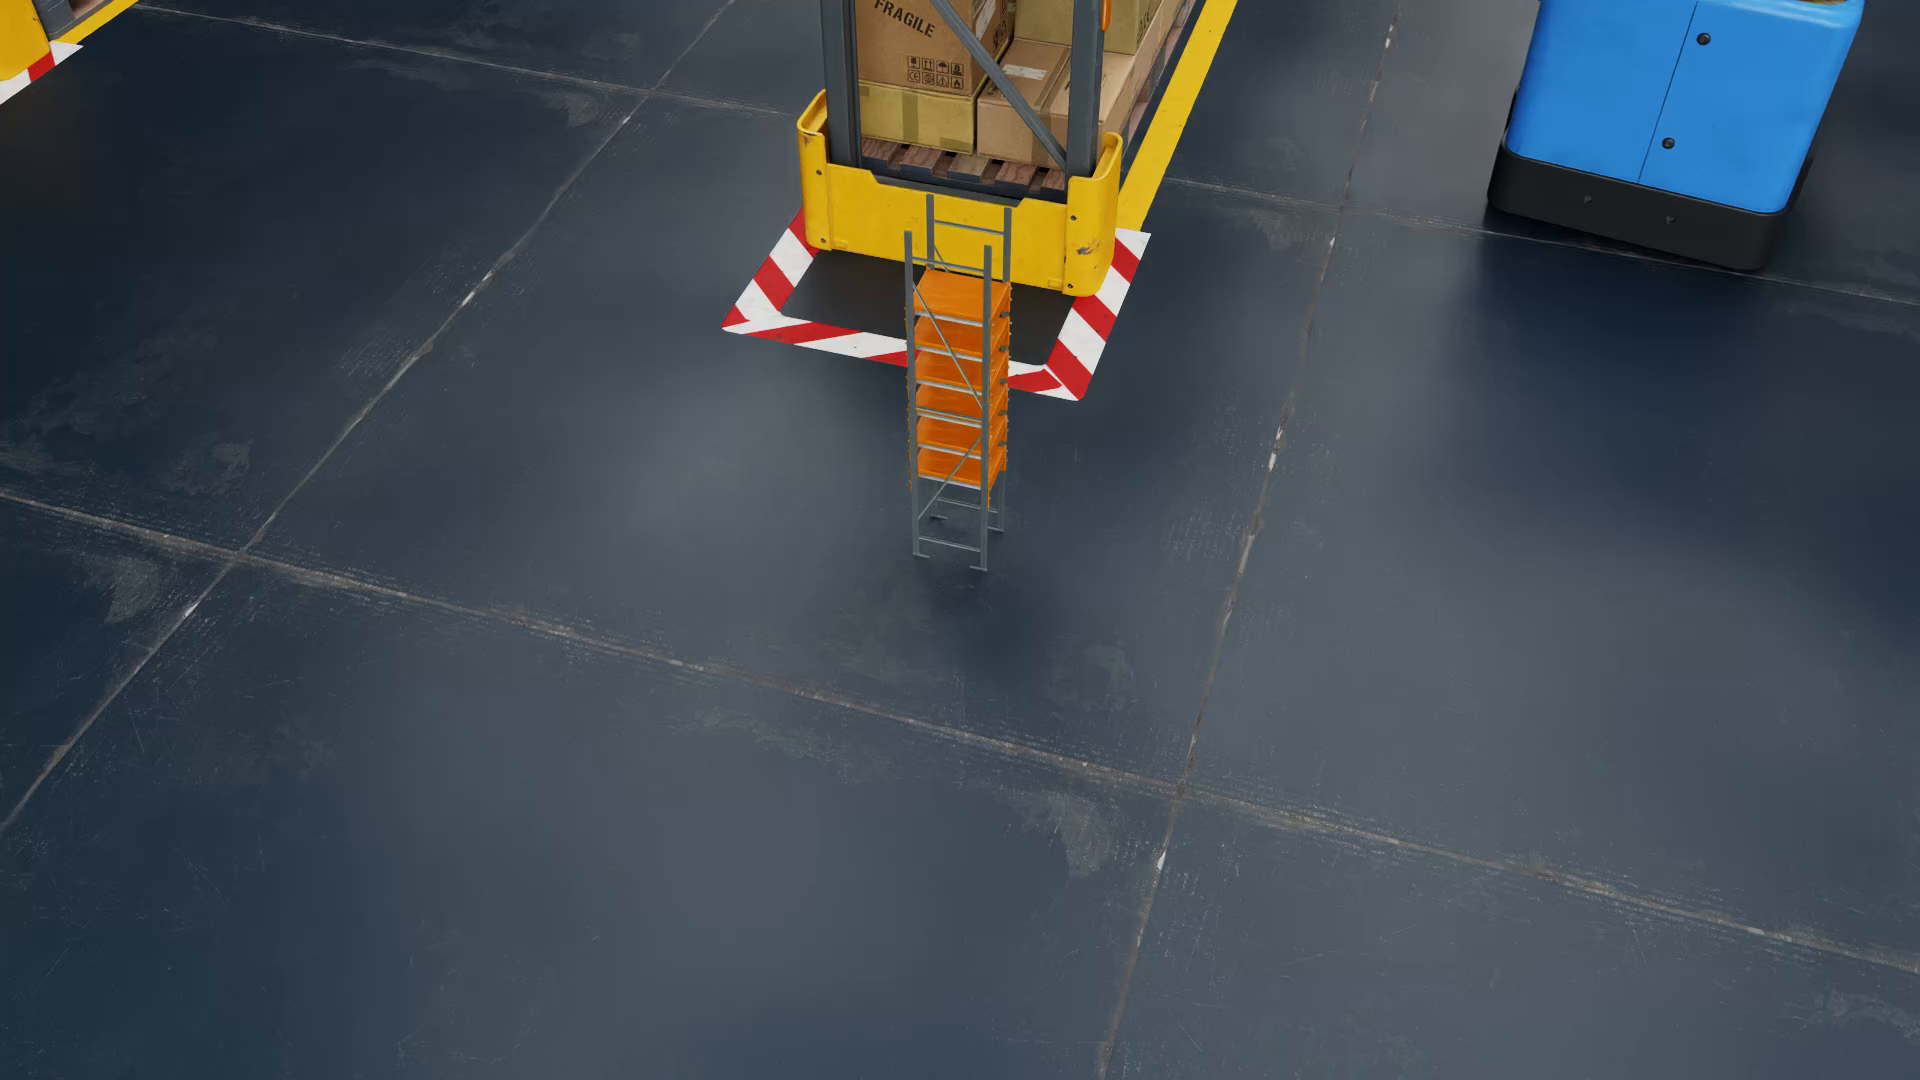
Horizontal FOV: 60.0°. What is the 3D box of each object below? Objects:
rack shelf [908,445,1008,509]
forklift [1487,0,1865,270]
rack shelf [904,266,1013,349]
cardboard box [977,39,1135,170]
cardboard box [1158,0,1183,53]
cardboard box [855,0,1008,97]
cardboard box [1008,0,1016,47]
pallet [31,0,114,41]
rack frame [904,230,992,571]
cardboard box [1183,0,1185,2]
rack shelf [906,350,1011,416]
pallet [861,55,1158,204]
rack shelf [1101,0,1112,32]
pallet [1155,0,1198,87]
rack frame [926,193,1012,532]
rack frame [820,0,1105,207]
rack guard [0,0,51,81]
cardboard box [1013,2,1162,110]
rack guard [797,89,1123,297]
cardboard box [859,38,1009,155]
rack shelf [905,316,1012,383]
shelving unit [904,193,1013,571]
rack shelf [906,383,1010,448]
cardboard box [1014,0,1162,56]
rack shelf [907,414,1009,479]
[{"bbox_3d":[-0.004,-0.216,5.019,0.258,0.103,0.180,13,46,12],"label":"rack shelf"},{"bbox_3d":[3.174,-3.082,6.304,1.130,2.935,3.031,19,48,19],"label":"forklift"},{"bbox_3d":[-0.004,-0.645,4.600,0.258,0.103,0.180,13,46,12],"label":"rack shelf"},{"bbox_3d":[0.377,-1.695,6.503,0.500,0.250,0.500,13,46,13],"label":"cardboard box"},{"bbox_3d":[0.676,-2.362,7.185,0.500,0.250,0.500,13,46,13],"label":"cardboard box"},{"bbox_3d":[-0.119,-2.073,6.354,0.500,0.500,0.500,13,46,13],"label":"cardboard box"},{"bbox_3d":[0.023,-2.141,6.959,0.500,0.250,0.500,13,46,13],"label":"cardboard box"},{"bbox_3d":[-4.417,-2.852,8.014,1.003,0.211,1.213,13,46,13],"label":"pallet"},{"bbox_3d":[-0.032,-0.358,4.758,0.240,1.200,0.006,13,46,13],"label":"rack frame"},{"bbox_3d":[0.833,-2.695,7.525,0.500,0.250,0.500,13,46,13],"label":"cardboard box"},{"bbox_3d":[-0.004,-0.473,4.768,0.258,0.103,0.180,13,46,12],"label":"rack shelf"},{"bbox_3d":[0.194,-1.739,6.877,1.003,0.211,1.213,13,46,13],"label":"pallet"},{"bbox_3d":[0.608,-3.293,6.985,1.077,0.370,4.000,13,46,13],"label":"rack shelf"},{"bbox_3d":[0.565,-2.550,7.705,1.003,0.211,1.213,13,46,13],"label":"pallet"},{"bbox_3d":[0.023,-0.480,4.883,0.240,1.200,0.006,13,46,13],"label":"rack frame"},{"bbox_3d":[0.002,-2.217,5.371,1.000,3.000,0.127,13,46,13],"label":"rack frame"},{"bbox_3d":[-4.697,-2.421,7.367,1.175,0.500,0.348,13,46,13],"label":"rack guard"},{"bbox_3d":[0.525,-2.029,6.845,0.500,0.250,0.500,13,46,13],"label":"cardboard box"},{"bbox_3d":[-0.005,-1.308,6.229,1.175,0.500,0.348,13,46,13],"label":"rack guard"},{"bbox_3d":[-0.117,-1.805,6.615,0.500,0.250,0.500,13,46,13],"label":"cardboard box"},{"bbox_3d":[-0.004,-0.559,4.684,0.258,0.103,0.180,13,46,12],"label":"rack shelf"},{"bbox_3d":[-0.004,-0.419,4.820,0.258,1.200,0.189,13,46,13],"label":"shelving unit"},{"bbox_3d":[-0.004,-0.387,4.852,0.258,0.103,0.180,13,46,12],"label":"rack shelf"},{"bbox_3d":[0.526,-2.297,6.582,0.500,0.500,0.500,13,46,13],"label":"cardboard box"},{"bbox_3d":[-0.004,-0.302,4.936,0.258,0.103,0.180,13,46,12],"label":"rack shelf"}]
